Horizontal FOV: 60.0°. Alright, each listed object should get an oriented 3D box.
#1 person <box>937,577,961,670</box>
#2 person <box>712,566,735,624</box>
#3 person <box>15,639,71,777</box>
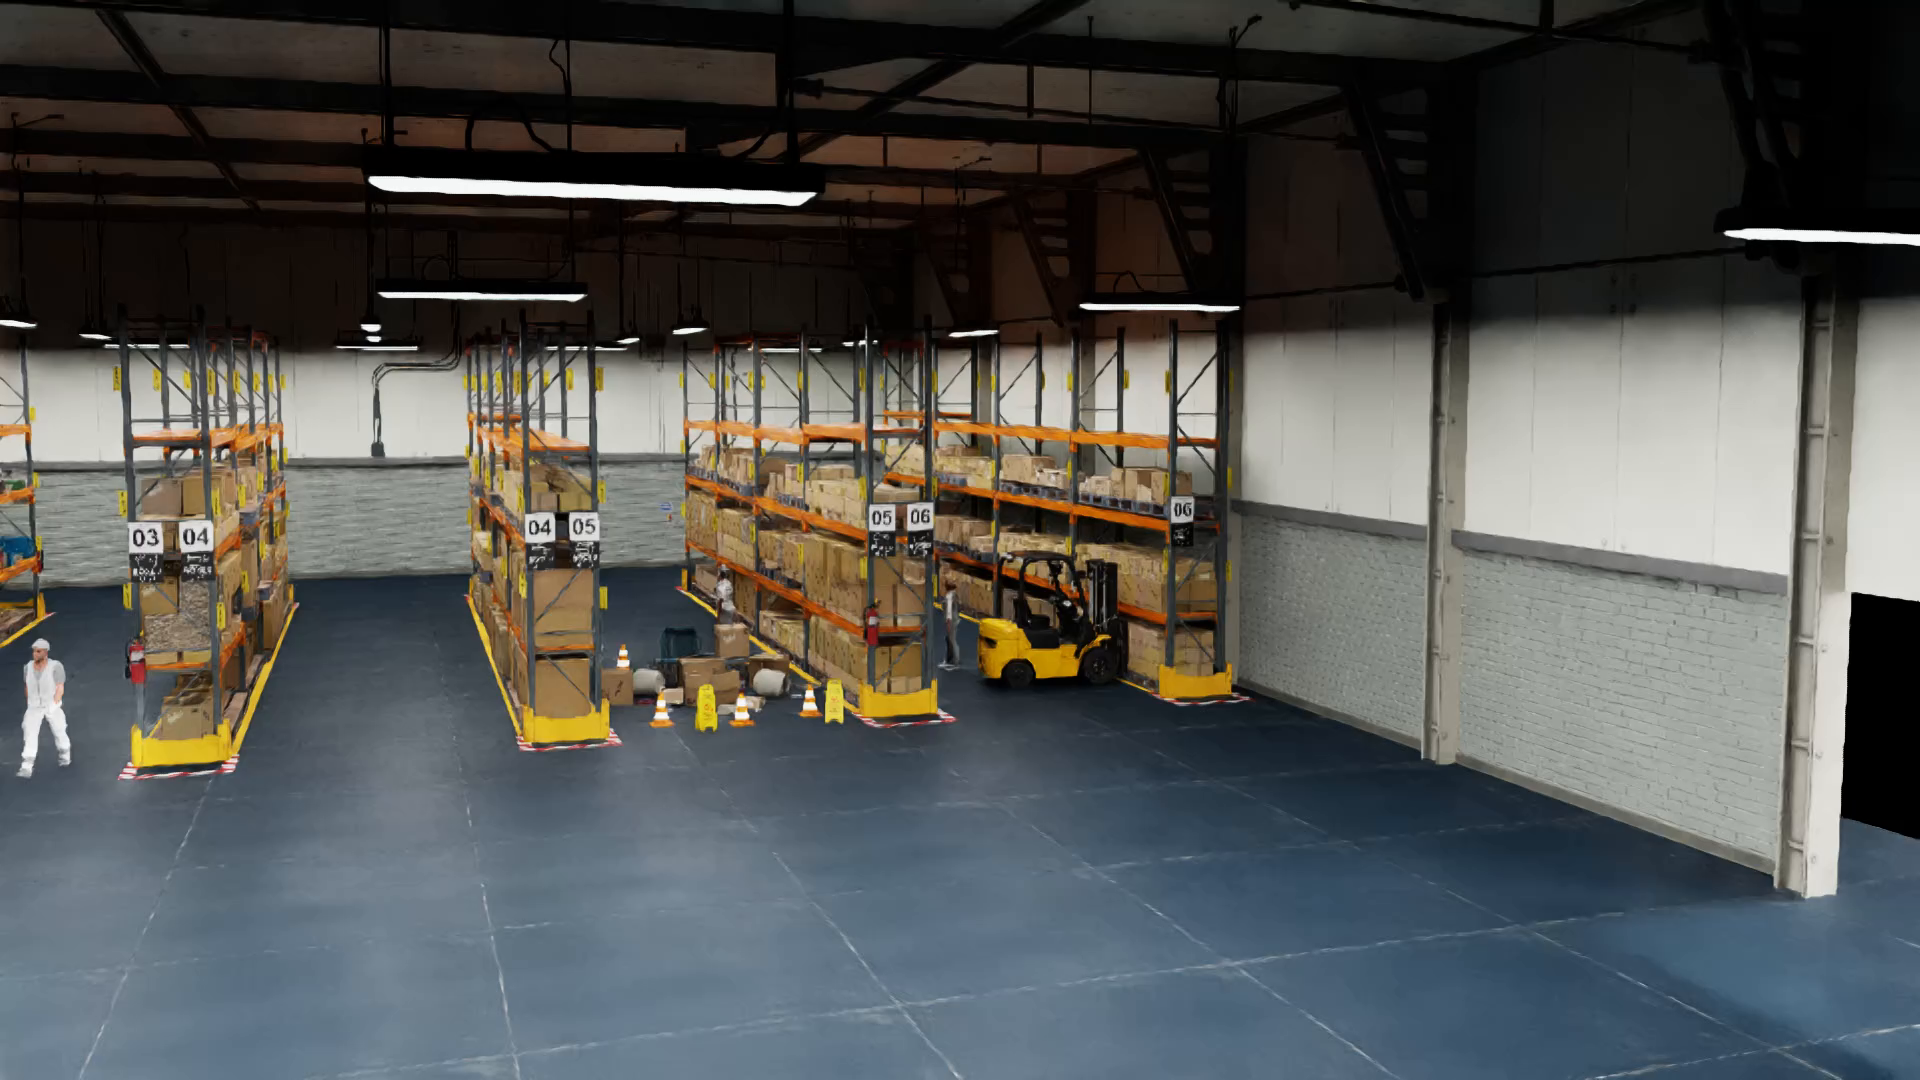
[{"bbox_3d":[-0.187,1.449,28.973,0.454,1.599,0.467,1,6,11],"label":"person"},{"bbox_3d":[-4.279,1.315,30.022,0.543,1.663,0.574,1,5,6],"label":"person"},{"bbox_3d":[-11.697,2.118,21.237,0.533,1.728,1.035,-1,6,-10],"label":"person"}]
